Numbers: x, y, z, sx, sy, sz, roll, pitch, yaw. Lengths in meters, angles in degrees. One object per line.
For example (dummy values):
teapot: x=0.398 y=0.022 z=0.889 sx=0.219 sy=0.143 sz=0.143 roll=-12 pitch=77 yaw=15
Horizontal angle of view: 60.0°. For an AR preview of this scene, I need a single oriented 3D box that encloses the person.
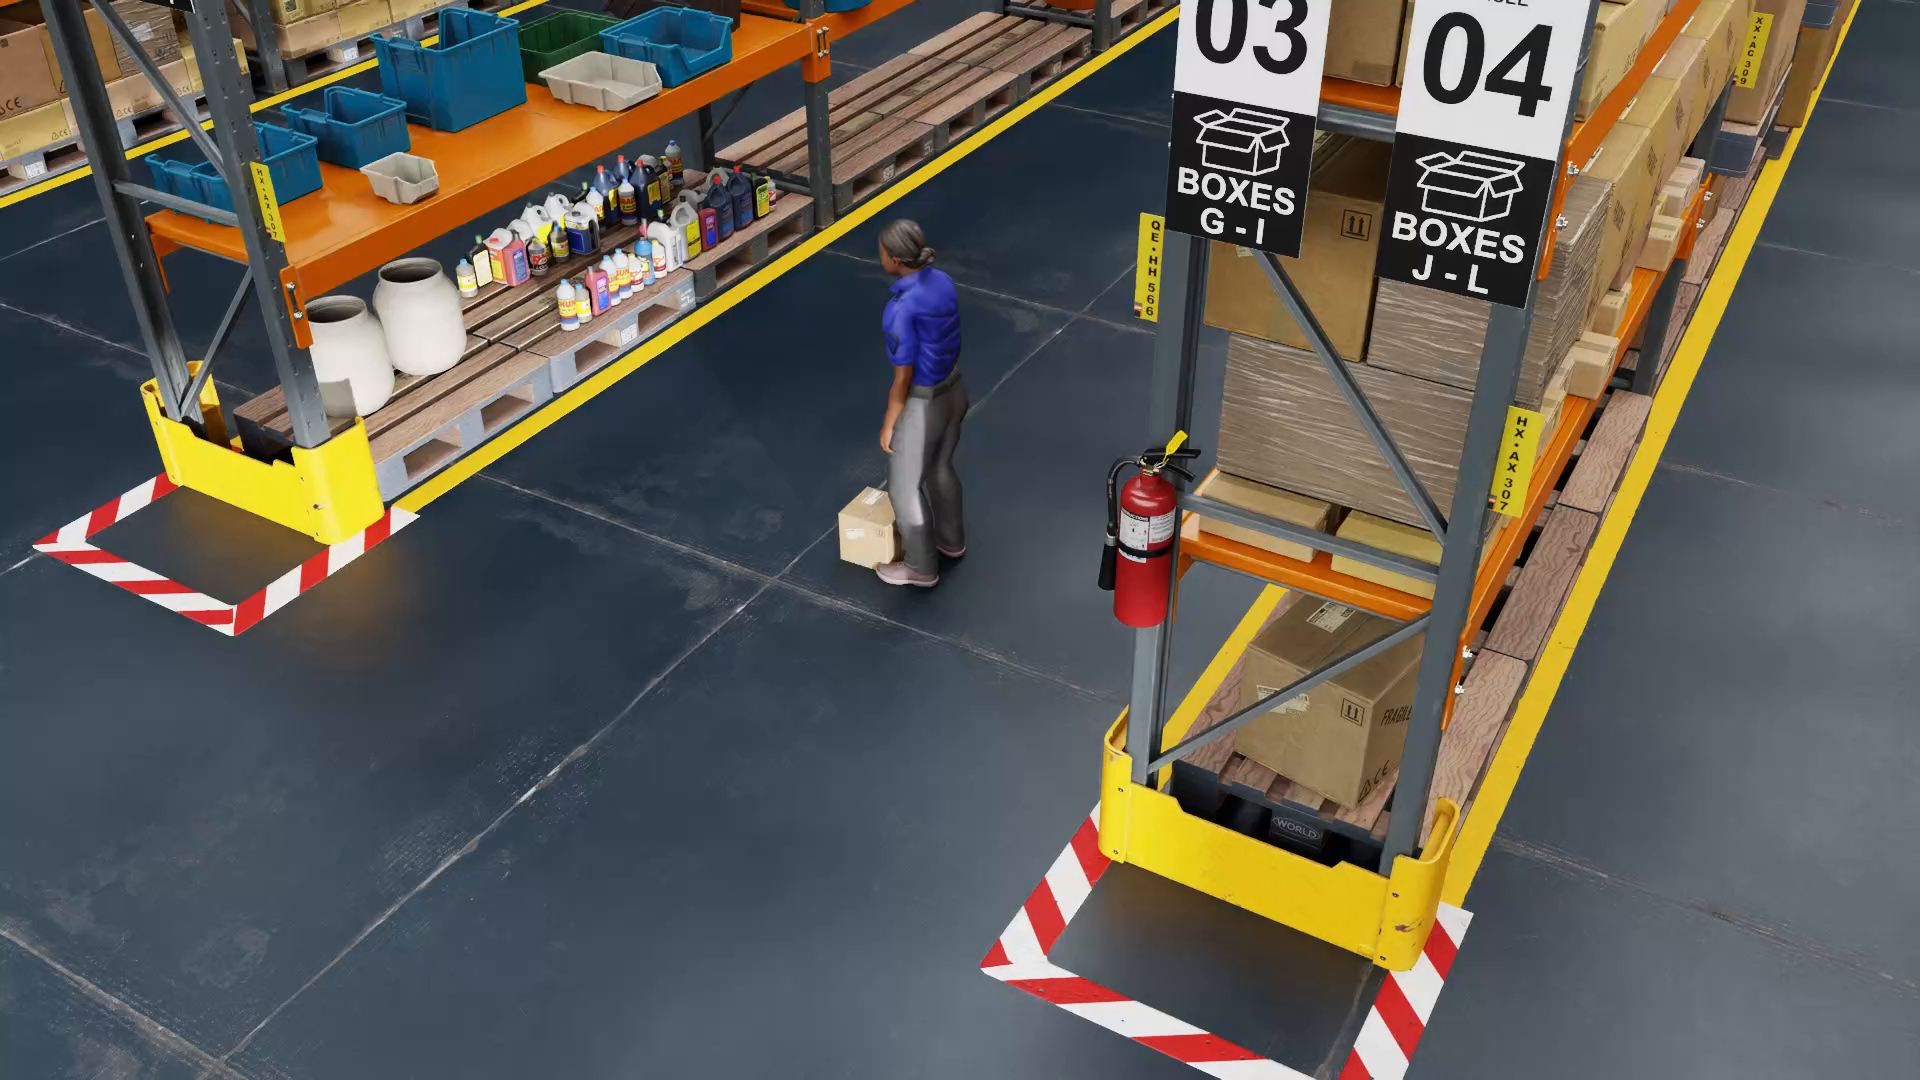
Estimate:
person: x=-0.161 y=-0.566 z=6.976 sx=0.346 sy=1.655 sz=0.506 roll=18 pitch=38 yaw=25
